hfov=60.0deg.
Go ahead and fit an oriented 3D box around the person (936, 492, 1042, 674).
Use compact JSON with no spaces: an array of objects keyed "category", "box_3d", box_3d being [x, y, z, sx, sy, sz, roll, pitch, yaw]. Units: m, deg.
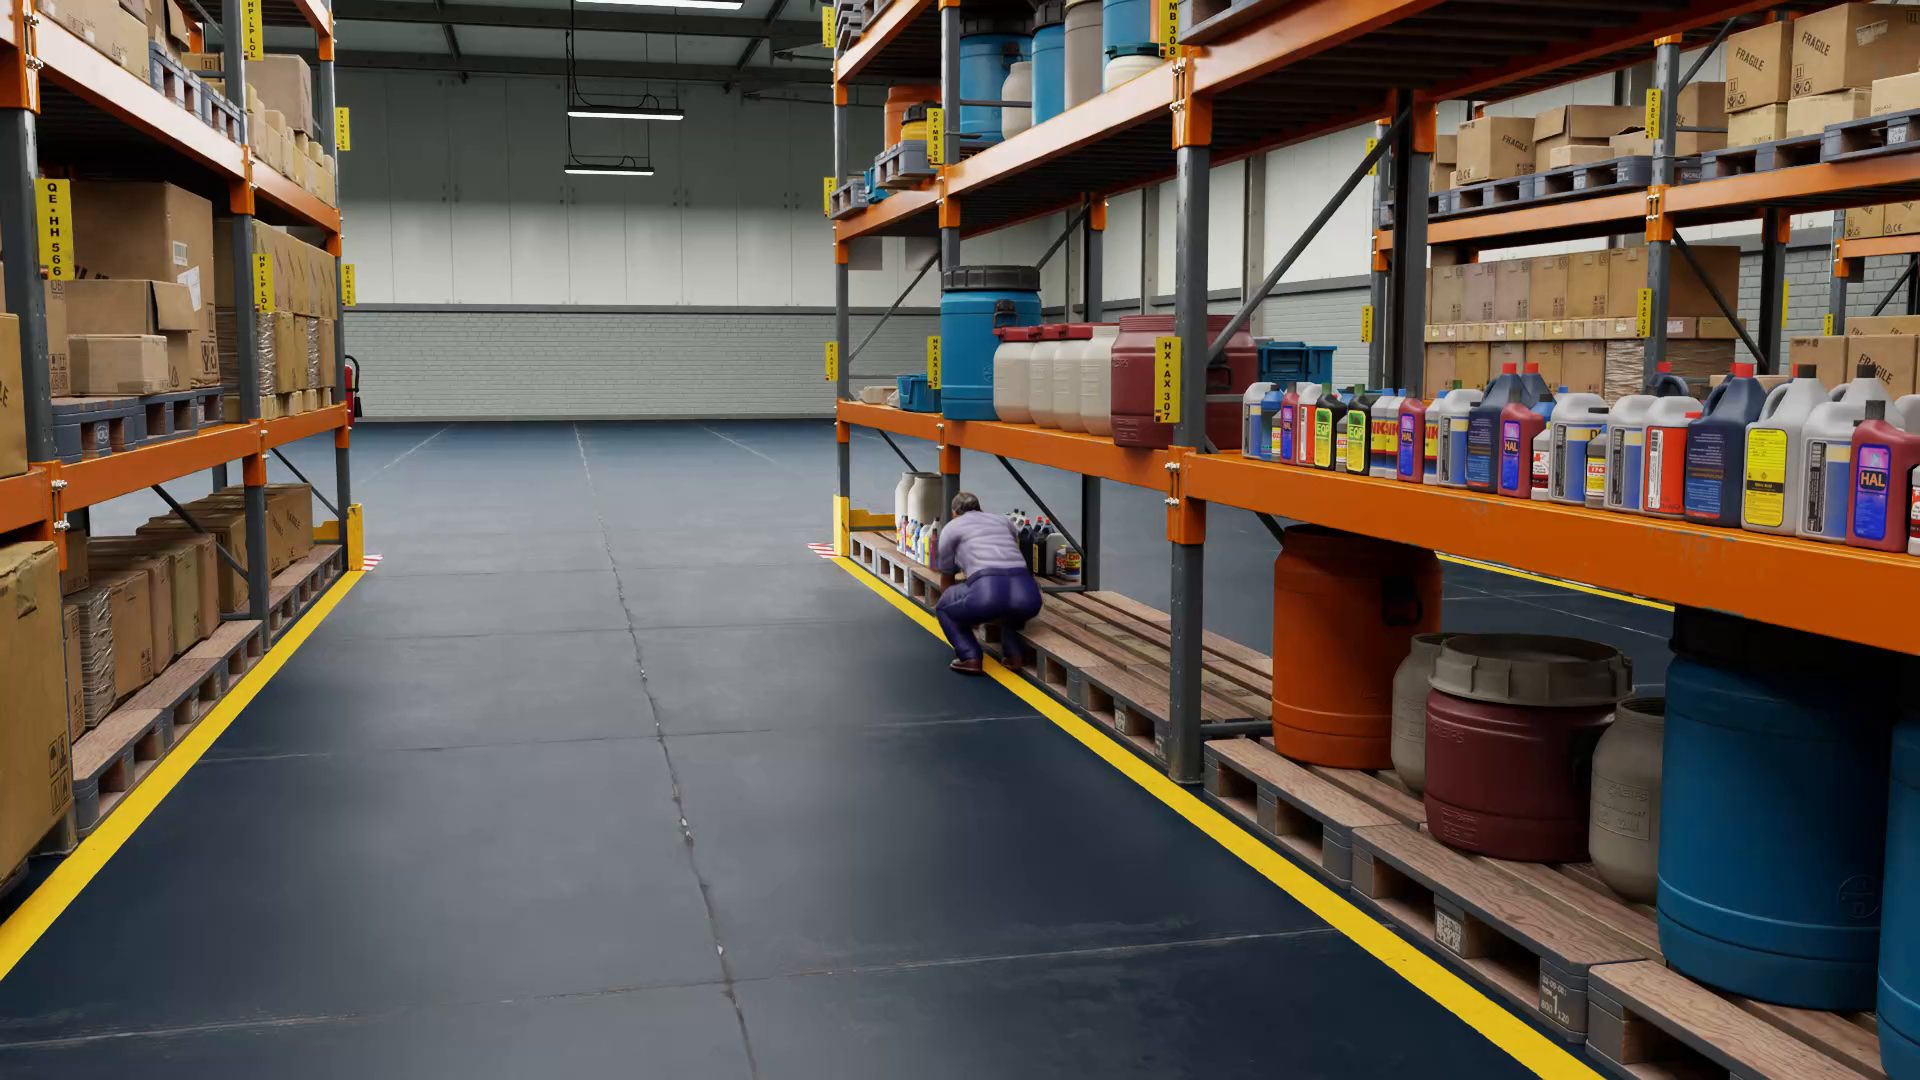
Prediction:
[{"category":"person","box_3d":[0.135,0.228,8.998,0.508,0.942,0.843,-2,6,-15]}]
